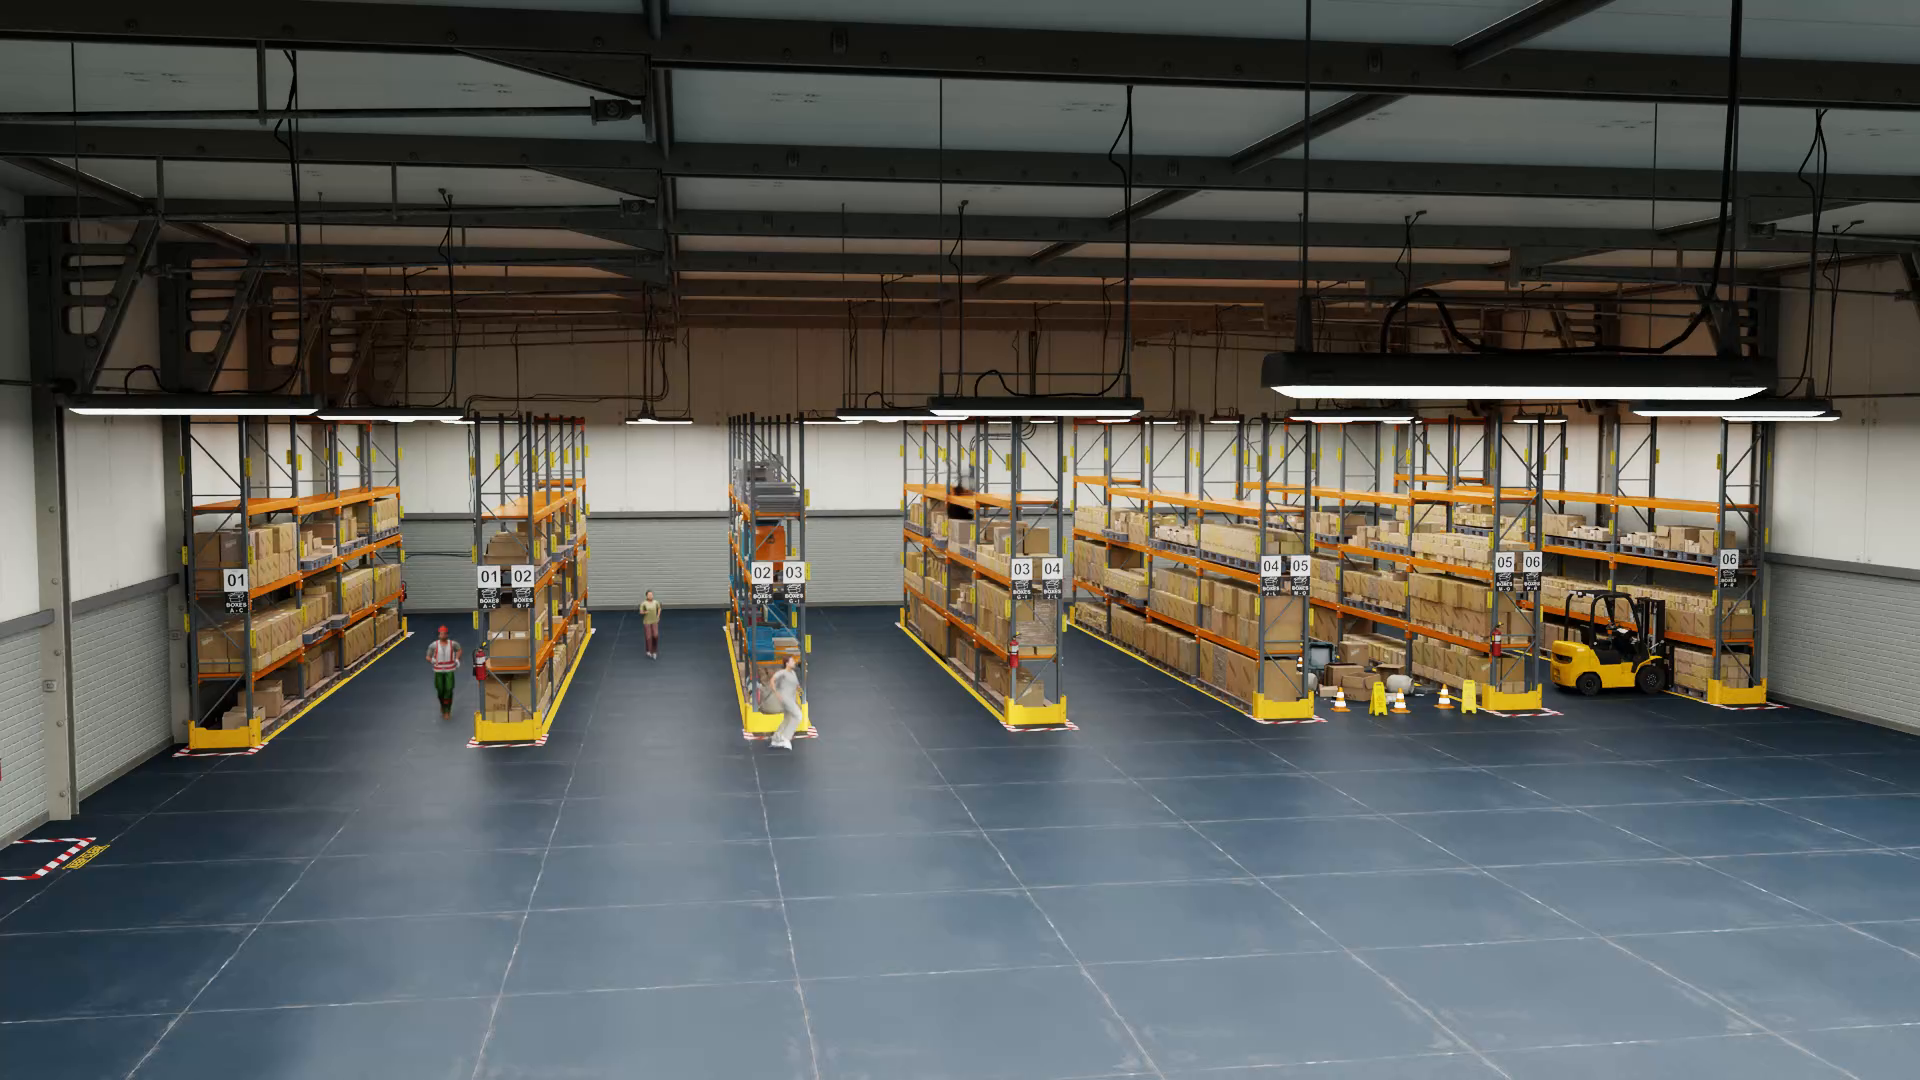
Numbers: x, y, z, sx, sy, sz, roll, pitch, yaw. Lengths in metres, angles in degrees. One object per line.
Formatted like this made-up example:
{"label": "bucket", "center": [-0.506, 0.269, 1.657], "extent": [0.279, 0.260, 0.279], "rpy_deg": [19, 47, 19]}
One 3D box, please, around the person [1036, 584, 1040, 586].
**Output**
{"label": "person", "center": [2.117, 1.558, 48.993], "extent": [0.844, 1.697, 0.669], "rpy_deg": [-3, 5, -41]}

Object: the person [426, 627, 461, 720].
{"label": "person", "center": [-10.130, 2.587, 32.645], "extent": [0.656, 1.786, 0.987], "rpy_deg": [-1, 4, -15]}

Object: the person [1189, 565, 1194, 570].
{"label": "person", "center": [7.031, 1.499, 50.498], "extent": [0.588, 1.600, 0.561], "rpy_deg": [0, 4, -4]}

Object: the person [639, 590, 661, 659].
{"label": "person", "center": [-7.652, 2.107, 41.151], "extent": [0.558, 1.682, 0.669], "rpy_deg": [-1, 4, -17]}

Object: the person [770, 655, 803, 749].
{"label": "person", "center": [-3.064, 2.879, 29.697], "extent": [0.624, 1.645, 0.568], "rpy_deg": [1, 4, 15]}
